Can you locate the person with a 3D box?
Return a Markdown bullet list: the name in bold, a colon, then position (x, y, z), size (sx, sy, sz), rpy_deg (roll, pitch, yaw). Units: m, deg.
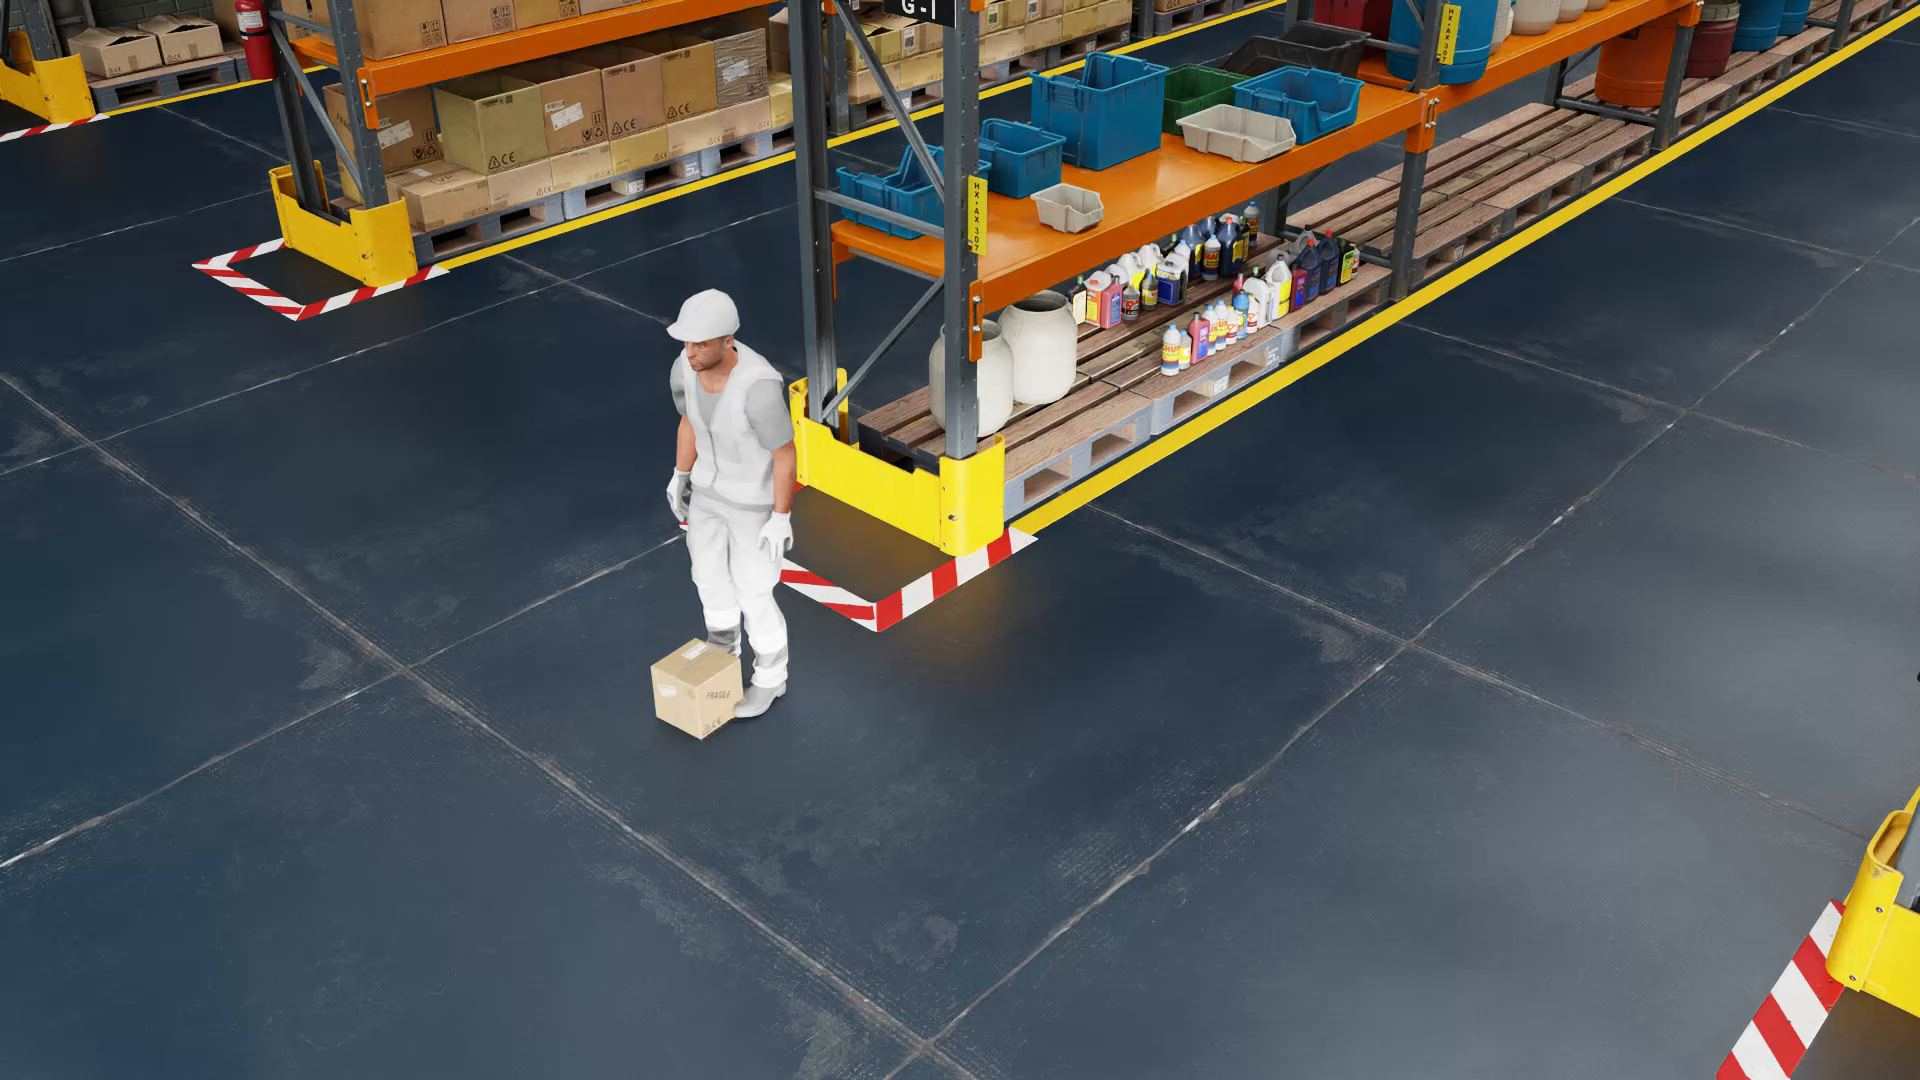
- **person**: position (-0.877, -0.144, 6.359), size (0.616, 1.778, 0.453), rpy_deg (22, 38, 32)
